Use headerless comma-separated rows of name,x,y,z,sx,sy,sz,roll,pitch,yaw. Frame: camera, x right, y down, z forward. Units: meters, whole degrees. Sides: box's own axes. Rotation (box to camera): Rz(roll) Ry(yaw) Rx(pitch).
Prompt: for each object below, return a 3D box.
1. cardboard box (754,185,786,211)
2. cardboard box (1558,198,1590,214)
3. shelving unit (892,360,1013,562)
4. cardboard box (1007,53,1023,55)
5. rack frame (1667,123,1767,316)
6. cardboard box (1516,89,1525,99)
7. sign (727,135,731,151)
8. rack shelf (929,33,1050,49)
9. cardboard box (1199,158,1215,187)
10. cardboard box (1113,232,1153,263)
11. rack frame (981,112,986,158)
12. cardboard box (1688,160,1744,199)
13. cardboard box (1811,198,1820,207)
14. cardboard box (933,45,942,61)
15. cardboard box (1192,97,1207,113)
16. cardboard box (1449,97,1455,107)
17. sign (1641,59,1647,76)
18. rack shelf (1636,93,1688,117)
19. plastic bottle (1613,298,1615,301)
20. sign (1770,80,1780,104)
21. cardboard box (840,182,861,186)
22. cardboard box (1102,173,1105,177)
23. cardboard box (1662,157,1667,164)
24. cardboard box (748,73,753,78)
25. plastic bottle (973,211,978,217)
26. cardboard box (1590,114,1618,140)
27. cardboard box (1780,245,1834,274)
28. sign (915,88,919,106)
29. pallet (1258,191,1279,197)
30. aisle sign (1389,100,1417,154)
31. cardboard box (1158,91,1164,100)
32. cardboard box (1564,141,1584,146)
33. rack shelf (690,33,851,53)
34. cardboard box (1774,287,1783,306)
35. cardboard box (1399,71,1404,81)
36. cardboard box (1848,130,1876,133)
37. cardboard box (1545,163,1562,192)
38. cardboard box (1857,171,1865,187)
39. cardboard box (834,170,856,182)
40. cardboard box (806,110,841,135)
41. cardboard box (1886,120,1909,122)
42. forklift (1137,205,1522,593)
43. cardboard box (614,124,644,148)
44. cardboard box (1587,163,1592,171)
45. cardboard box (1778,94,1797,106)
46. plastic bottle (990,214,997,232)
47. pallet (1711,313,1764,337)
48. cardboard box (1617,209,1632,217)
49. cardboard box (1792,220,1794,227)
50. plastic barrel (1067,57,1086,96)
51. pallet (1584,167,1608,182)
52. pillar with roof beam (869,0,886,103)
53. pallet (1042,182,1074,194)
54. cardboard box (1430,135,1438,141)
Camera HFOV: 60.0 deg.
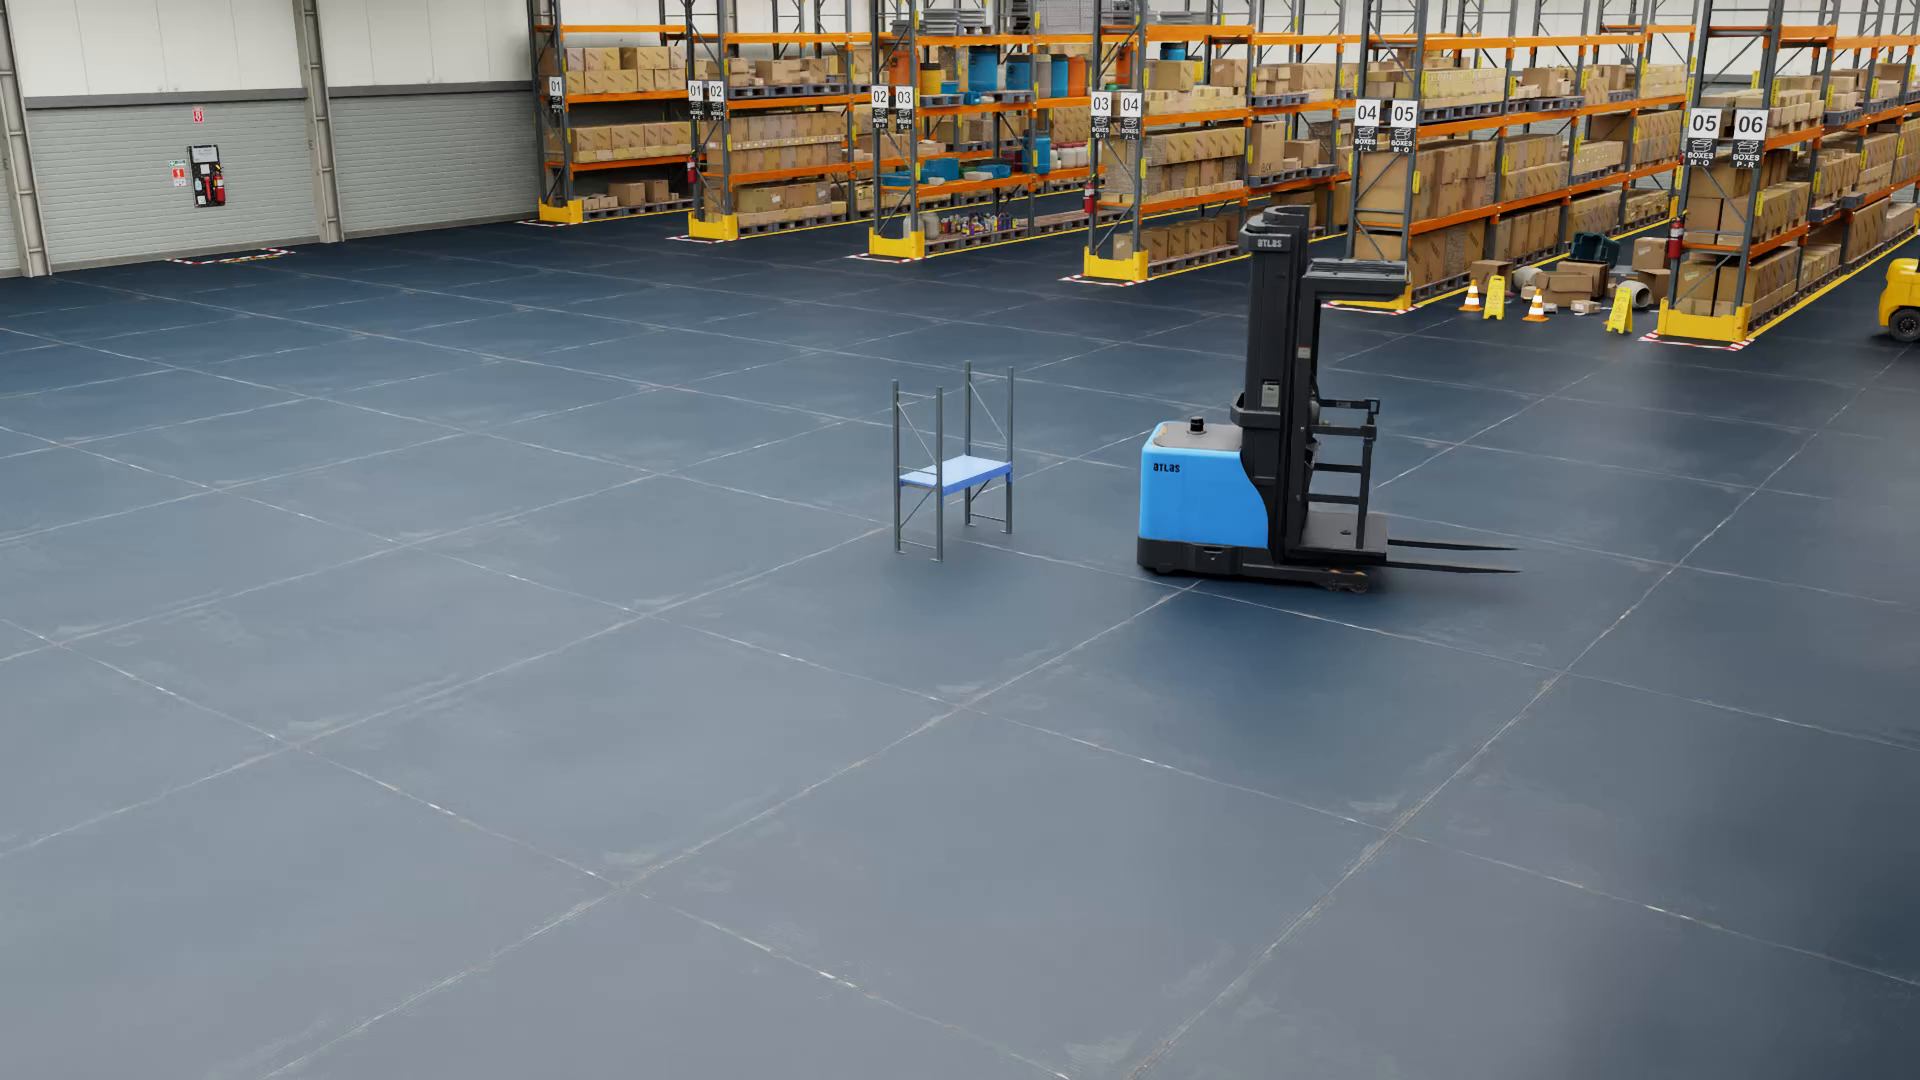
cardboard box,-4.139,-7.443,36.169,0.500,0.500,0.500,12,21,35
cardboard box,12.330,-6.729,33.448,0.500,0.250,0.500,12,21,34
shelving unit,-0.051,-0.696,14.308,0.538,1.500,1.048,12,21,35
cardboard box,1.190,-12.184,42.671,0.600,0.600,0.600,12,21,34
rack frame,10.691,-4.365,23.595,1.000,3.000,0.127,12,21,35
cardboard box,9.856,-7.933,29.572,0.250,0.149,0.380,12,21,35
sign,-4.779,-8.220,34.414,0.100,0.325,0.005,12,21,35
rack shelf,0.737,-12.580,41.820,1.077,0.370,4.000,12,21,35
cardboard box,4.255,-6.913,31.129,0.875,0.500,0.500,12,21,35
cardboard box,3.118,-5.269,30.012,0.500,0.500,0.500,-15,23,-40
rack frame,0.332,-12.553,49.962,1.000,3.000,0.127,12,21,35
cardboard box,10.820,-5.193,23.904,0.700,0.500,0.500,12,21,33
cardboard box,13.658,-5.474,26.882,0.380,0.149,0.250,13,21,35
cardboard box,-0.810,-13.930,47.450,0.500,0.500,0.500,13,21,35
cardboard box,4.134,-7.913,30.213,0.500,0.250,0.500,13,22,36
cardboard box,7.719,-7.042,26.705,0.380,0.149,0.250,13,21,35
sign,14.254,-9.844,34.645,0.100,0.325,0.005,12,21,35
rack shelf,14.997,-9.639,36.734,1.077,0.370,4.000,12,21,35
plastic bottle,10.800,-3.939,27.177,0.283,0.061,0.133,-16,23,-41
sign,11.127,-6.119,22.712,0.100,0.325,0.005,12,21,35
cardboard box,-2.522,-8.248,39.081,0.500,0.311,0.500,13,22,36
cardboard box,3.872,-10.282,46.684,0.380,0.166,0.250,12,21,35
cardboard box,15.773,-8.599,37.653,0.380,0.149,0.250,13,22,36
cardboard box,-4.747,-9.817,35.402,0.500,0.250,0.500,12,21,35
plastic bottle,0.324,-6.771,35.065,0.144,0.351,0.185,13,22,36
cardboard box,13.869,-8.901,35.846,0.500,0.500,0.500,12,21,33
cardboard box,14.680,-4.906,29.061,0.950,0.372,0.625,12,21,34
sign,-0.806,-8.330,31.290,0.100,0.325,0.005,12,21,35
pallet,7.766,-9.281,44.128,1.003,0.211,1.213,12,21,35
aisle sign,6.854,-6.388,25.724,0.394,0.787,0.004,12,21,35
cardboard box,3.366,-7.819,29.240,0.380,0.149,0.250,12,21,34
cardboard box,12.885,-8.298,34.972,0.380,0.149,0.250,13,21,35
rack shelf,-4.029,-10.675,35.685,1.077,0.370,4.000,12,21,35
cardboard box,12.322,-3.768,25.601,0.500,0.250,0.500,13,21,36
cardboard box,6.887,-7.418,26.570,0.380,0.149,0.250,13,21,36
cardboard box,17.901,-7.910,33.155,0.500,0.500,0.500,12,21,34
cardboard box,11.071,-6.896,31.576,0.500,0.500,0.500,12,21,35
cardboard box,15.958,-6.515,29.927,0.500,0.250,0.500,12,21,34
cardboard box,-3.364,-10.181,45.240,0.750,0.750,0.750,12,21,34
cardboard box,-3.097,-9.381,37.391,0.700,0.500,0.500,13,21,35
cardboard box,18.959,-8.401,33.643,0.380,0.149,0.250,12,21,35
forklift,3.034,-1.152,13.363,3.031,2.935,1.130,5,18,14
cardboard box,-7.762,-9.462,38.962,0.500,0.500,0.500,13,22,36
cardboard box,12.488,-7.530,33.500,0.380,0.149,0.250,13,22,36
cardboard box,11.904,-6.389,24.134,0.380,0.149,0.250,13,22,36
plastic bottle,0.679,-6.563,34.396,0.144,0.351,0.185,12,21,34
pallet,11.249,-3.239,24.670,1.003,0.211,1.213,12,21,35
cardboard box,14.279,-7.085,35.951,0.380,0.149,0.250,14,22,37
cardboard box,12.767,-4.959,25.930,0.380,0.149,0.250,13,21,35
plastic barrel,2.468,-10.222,36.672,0.600,0.830,0.708,12,21,35
pallet,12.569,-7.509,34.041,1.003,0.211,1.213,12,21,35
pillar with roof beam,1.128,-14.024,44.584,9.100,9.000,0.400,12,21,35
pallet,2.339,-9.558,45.018,1.003,0.211,1.213,12,21,35
cardboard box,10.979,-9.713,39.302,0.500,0.500,0.500,12,21,33
